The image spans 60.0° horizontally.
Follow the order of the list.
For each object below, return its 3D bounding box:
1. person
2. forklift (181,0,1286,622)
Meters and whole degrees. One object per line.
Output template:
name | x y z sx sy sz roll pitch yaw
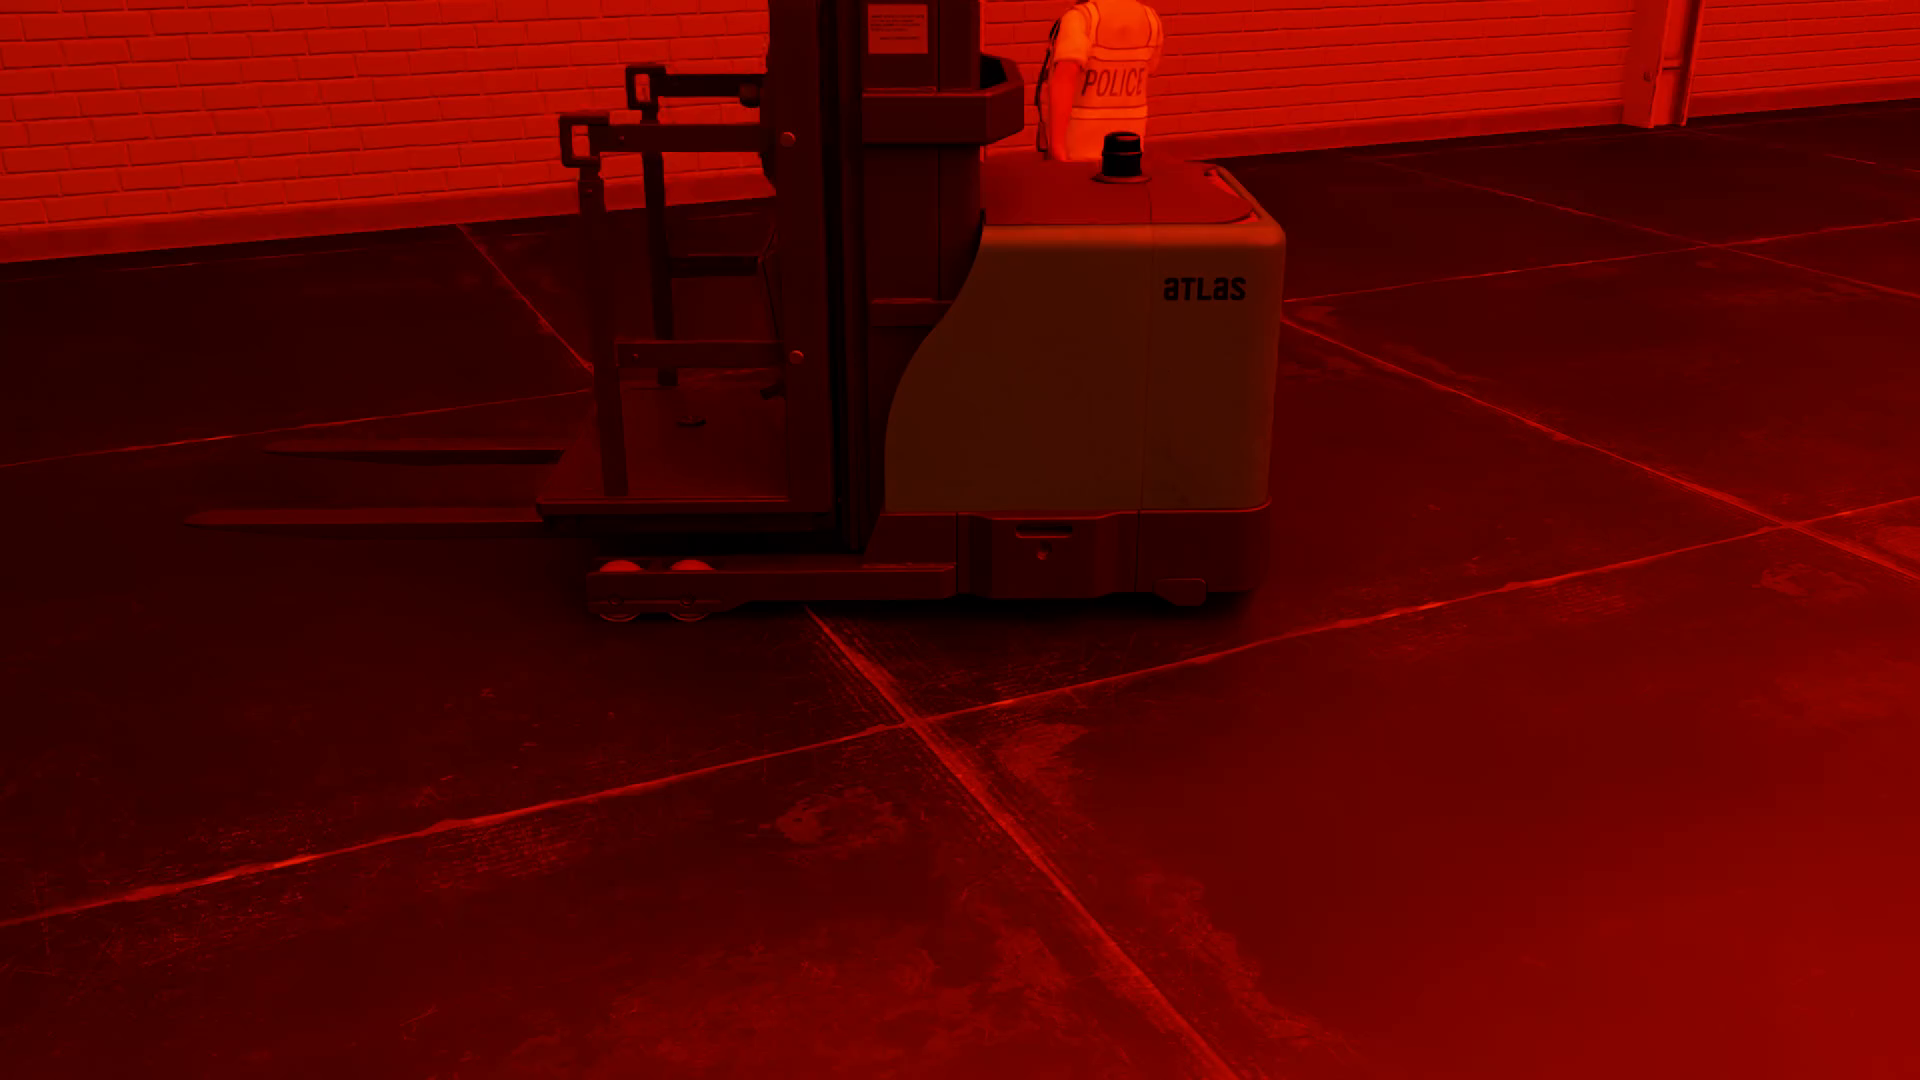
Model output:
person | 0.571 -1.646 6.957 0.567 1.673 0.925 -4 23 -9
forklift | -0.666 -1.333 4.496 3.031 2.935 1.130 0 23 -1
